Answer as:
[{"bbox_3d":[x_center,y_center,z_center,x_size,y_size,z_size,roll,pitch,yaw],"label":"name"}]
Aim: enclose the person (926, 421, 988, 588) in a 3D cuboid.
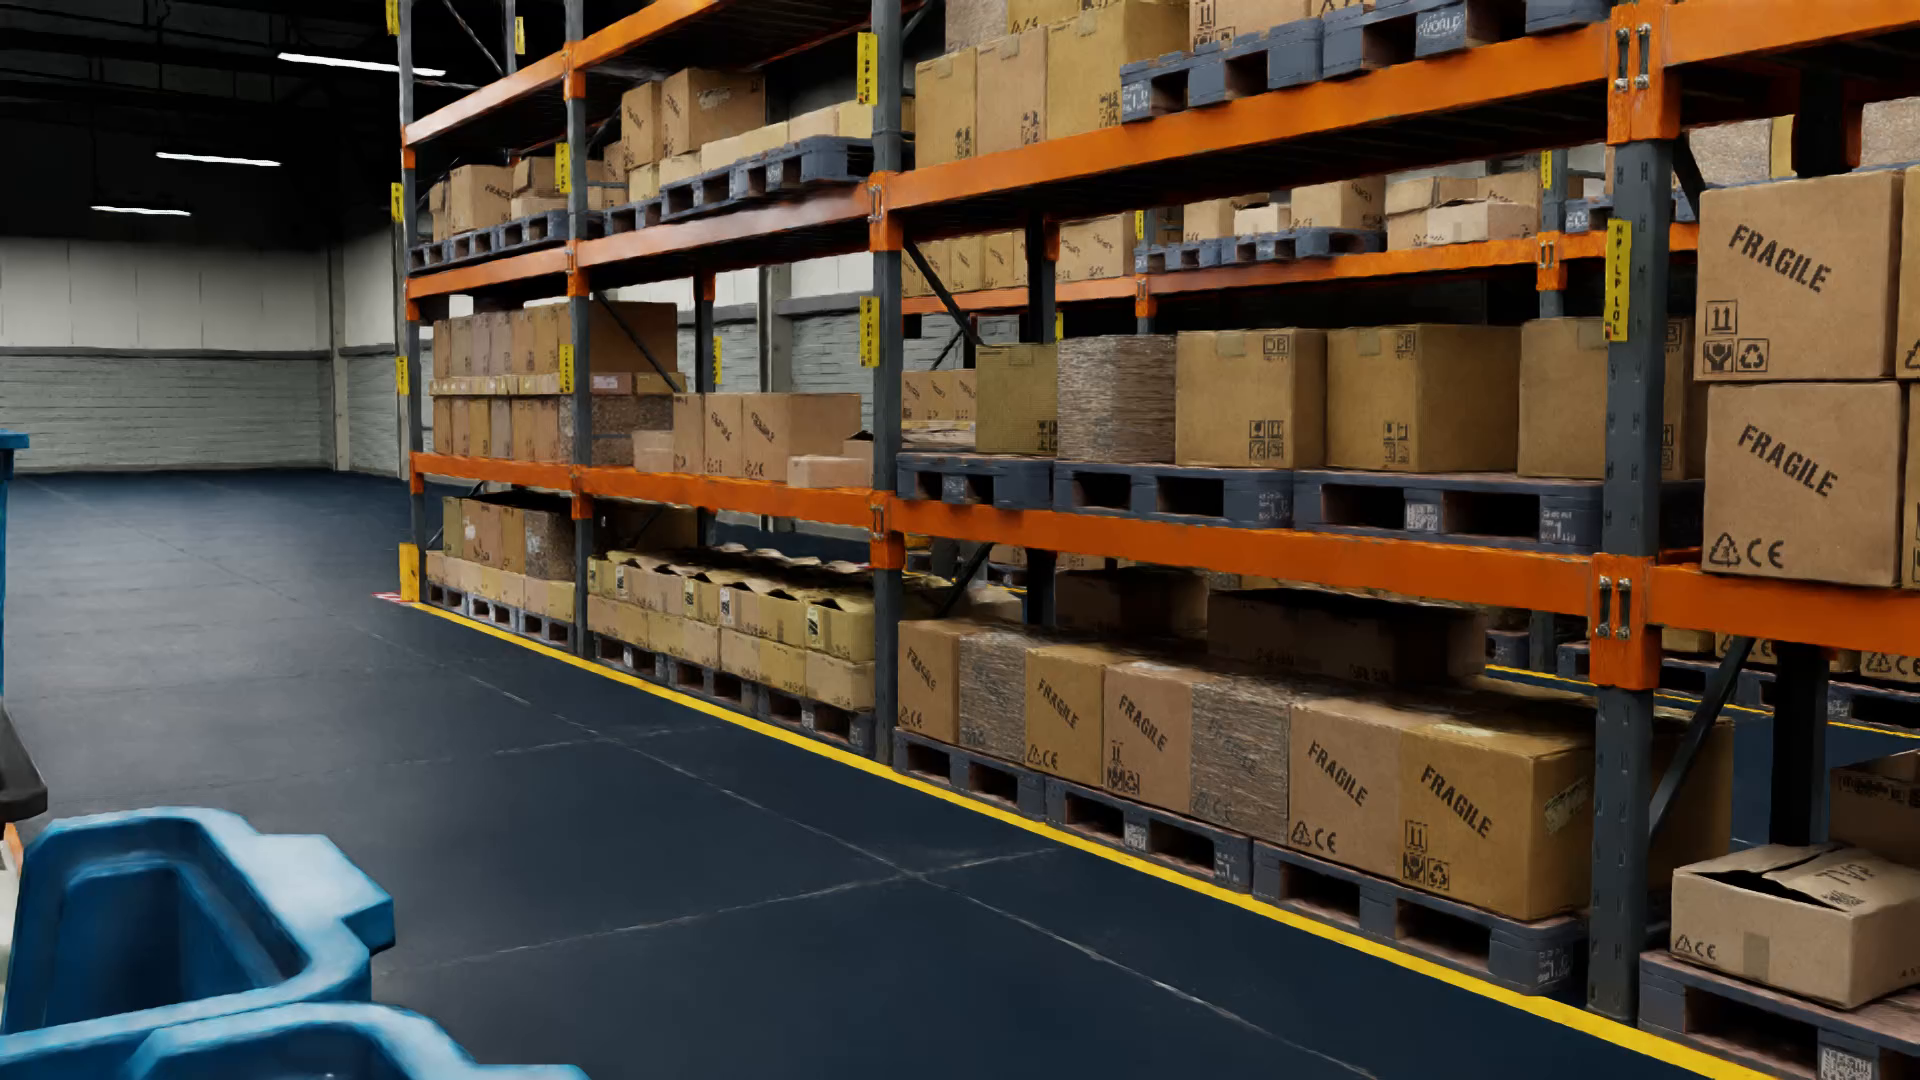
[{"bbox_3d":[-0.011,-0.059,11.999,0.650,1.607,0.517,3,6,30],"label":"person"}]
